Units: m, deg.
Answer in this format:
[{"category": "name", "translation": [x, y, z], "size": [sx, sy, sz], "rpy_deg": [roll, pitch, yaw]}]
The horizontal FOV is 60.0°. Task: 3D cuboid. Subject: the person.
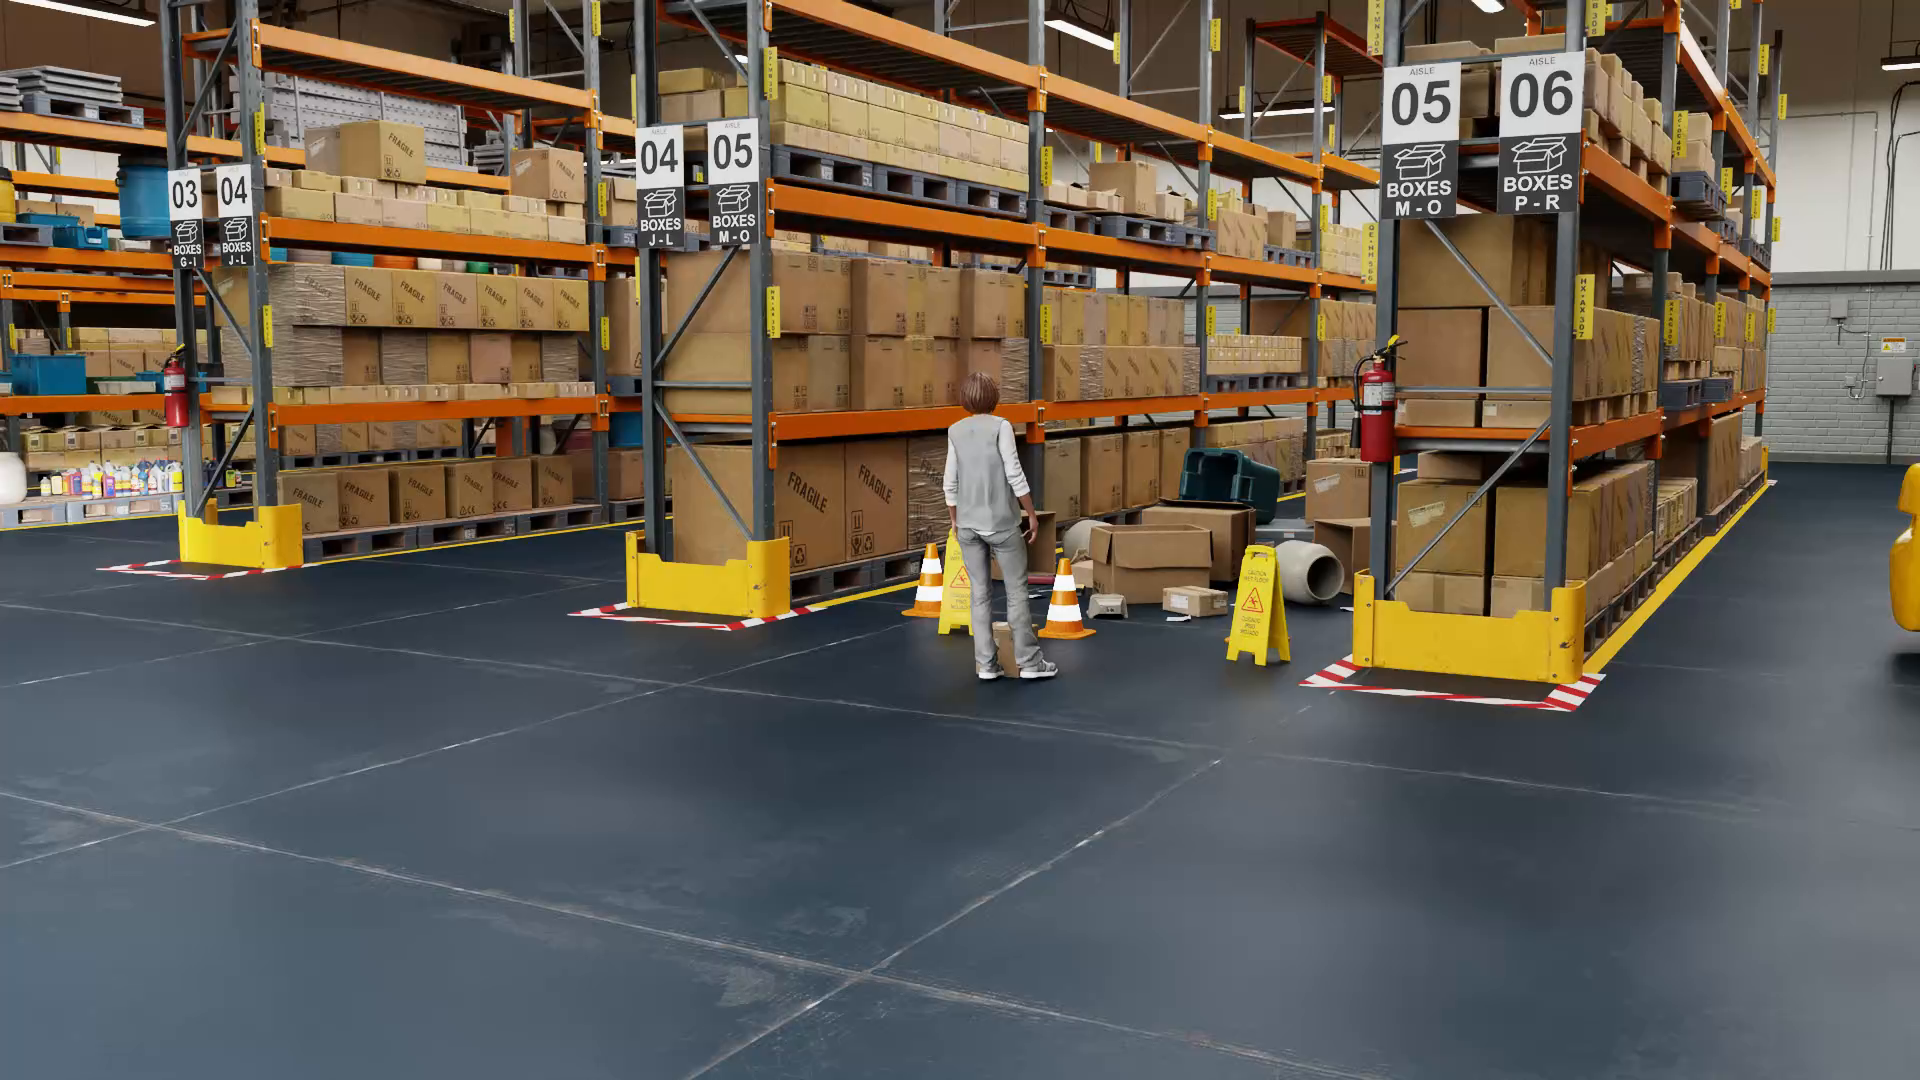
[{"category": "person", "translation": [0.196, -0.066, 8.650], "size": [0.520, 1.585, 0.472], "rpy_deg": [3, 7, 29]}]
